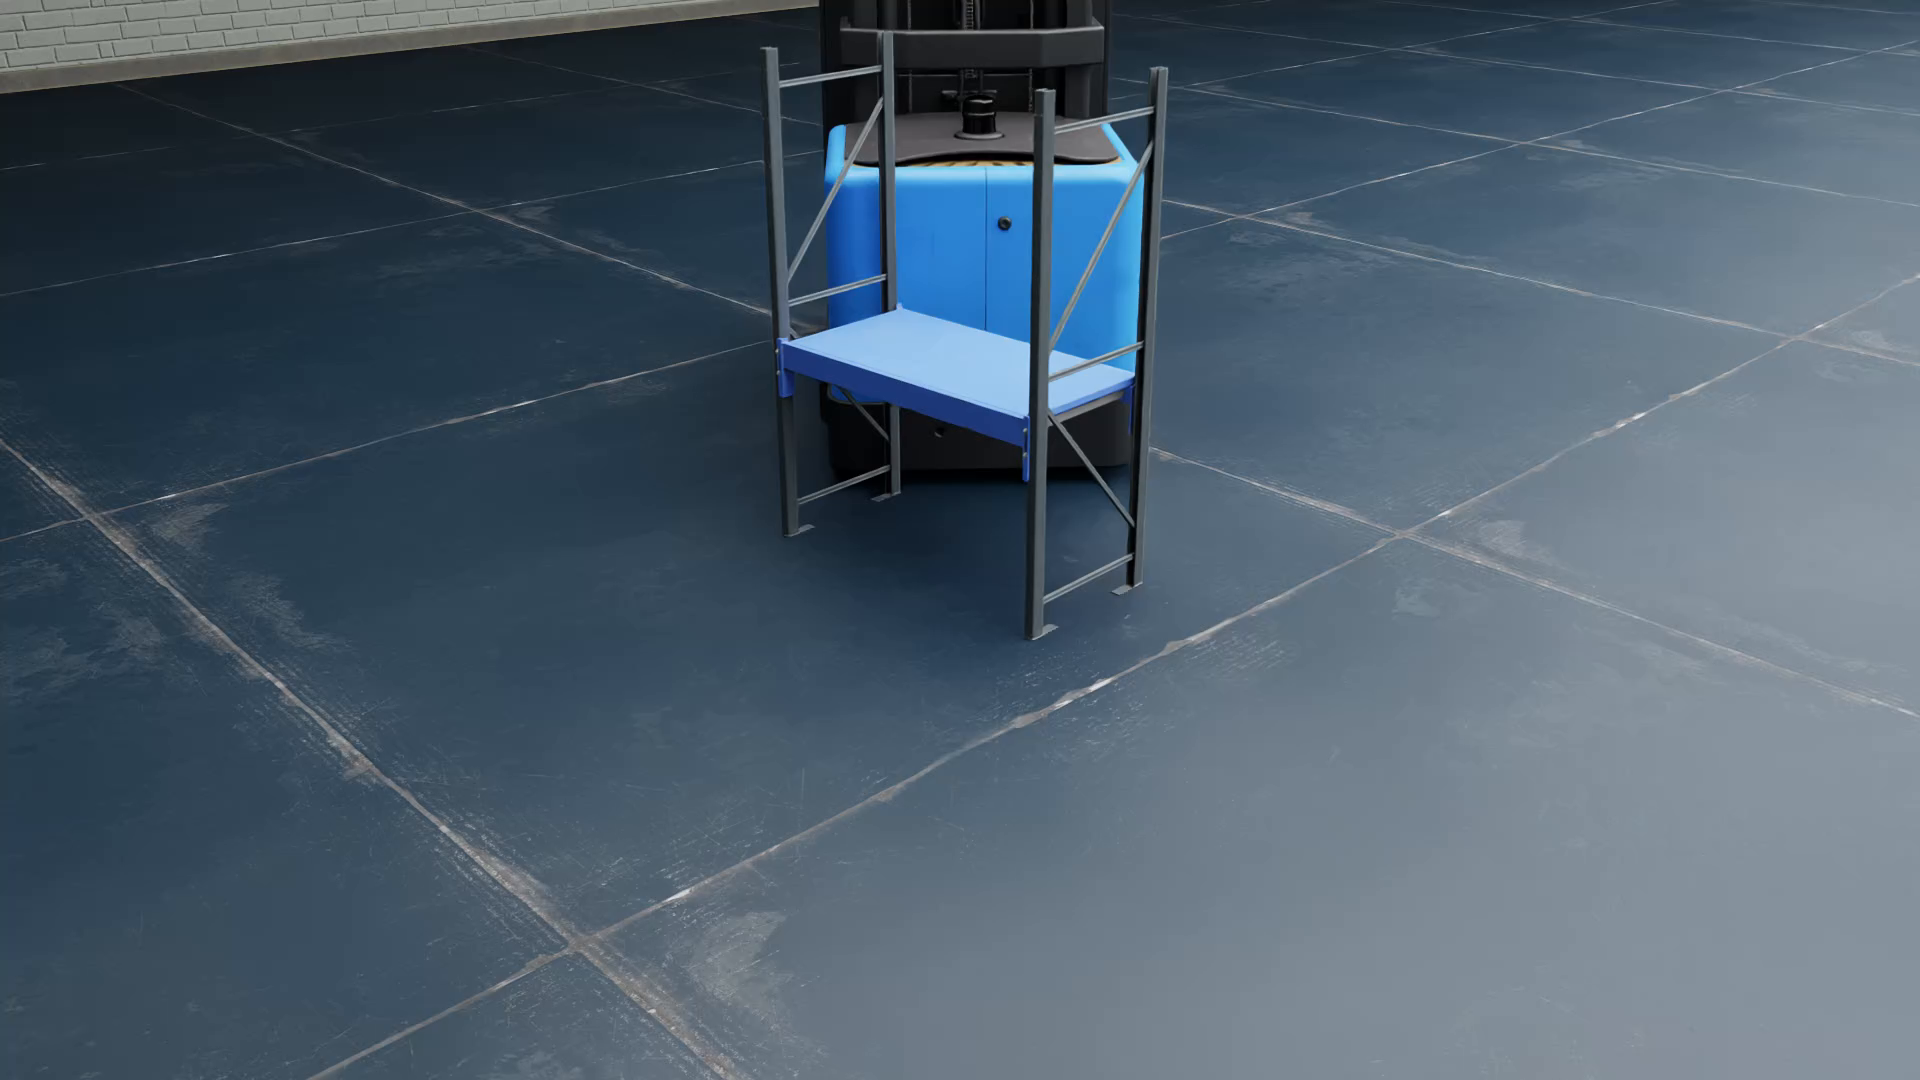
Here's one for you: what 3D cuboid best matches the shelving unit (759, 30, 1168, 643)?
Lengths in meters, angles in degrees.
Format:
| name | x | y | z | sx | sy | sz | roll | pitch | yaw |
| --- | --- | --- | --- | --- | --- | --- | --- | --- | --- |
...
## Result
| name | x | y | z | sx | sy | sz | roll | pitch | yaw |
| --- | --- | --- | --- | --- | --- | --- | --- | --- | --- |
| shelving unit | -0.010 | -0.621 | 4.803 | 1.048 | 1.500 | 0.538 | 21 | 32 | 38 |

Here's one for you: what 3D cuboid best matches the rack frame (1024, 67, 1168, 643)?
| name | x | y | z | sx | sy | sz | roll | pitch | yaw |
| --- | --- | --- | --- | --- | --- | --- | --- | --- | --- |
| rack frame | 0.362 | -0.476 | 4.487 | 0.032 | 1.500 | 0.500 | 21 | 32 | 38 |

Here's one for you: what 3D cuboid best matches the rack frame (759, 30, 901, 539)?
| name | x | y | z | sx | sy | sz | roll | pitch | yaw |
| --- | --- | --- | --- | --- | --- | --- | --- | --- | --- |
| rack frame | -0.381 | -0.765 | 5.119 | 0.032 | 1.500 | 0.500 | 21 | 32 | 38 |

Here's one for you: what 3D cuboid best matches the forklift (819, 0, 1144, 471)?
| name | x | y | z | sx | sy | sz | roll | pitch | yaw |
| --- | --- | --- | --- | --- | --- | --- | --- | --- | --- |
| forklift | 0.005 | -2.135 | 6.399 | 1.130 | 2.935 | 3.031 | -1 | 25 | -3 |

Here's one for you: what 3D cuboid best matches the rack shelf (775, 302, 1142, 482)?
| name | x | y | z | sx | sy | sz | roll | pitch | yaw |
| --- | --- | --- | --- | --- | --- | --- | --- | --- | --- |
| rack shelf | -0.010 | -0.457 | 4.878 | 1.000 | 0.185 | 0.538 | 21 | 32 | 38 |
